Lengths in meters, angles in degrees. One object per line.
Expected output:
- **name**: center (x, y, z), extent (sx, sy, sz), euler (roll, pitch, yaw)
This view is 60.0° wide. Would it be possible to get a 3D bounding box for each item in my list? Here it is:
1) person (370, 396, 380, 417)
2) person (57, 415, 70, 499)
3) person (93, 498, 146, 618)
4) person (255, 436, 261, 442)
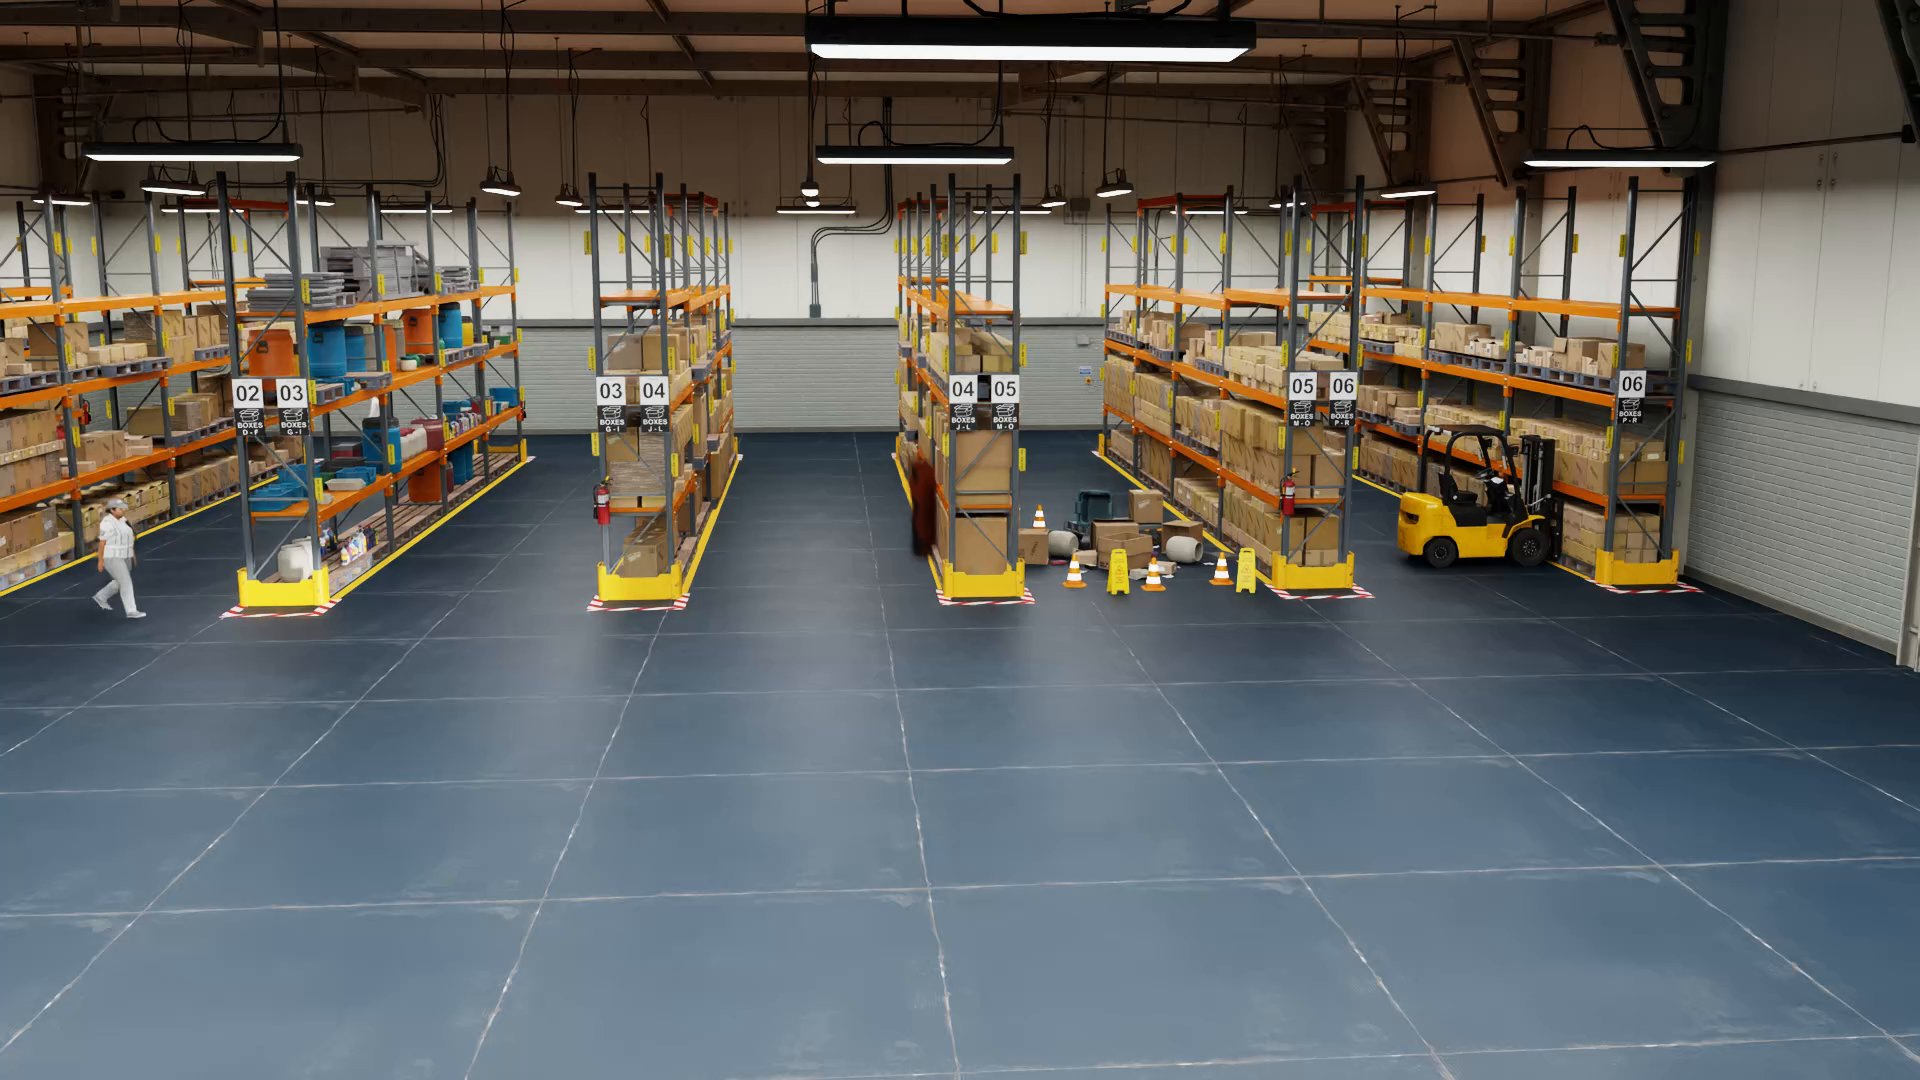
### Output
- **person**: center (-13.519, -2.626, 38.460), extent (0.591, 1.783, 0.575), euler (-9, 13, -41)
- **person**: center (-17.961, -1.677, 33.324), extent (0.511, 1.666, 1.099), euler (-1, 10, -8)
- **person**: center (-11.504, 0.235, 22.628), extent (0.908, 1.625, 0.506), euler (2, 10, 12)
- **person**: center (-17.958, -3.272, 42.168), extent (0.933, 1.754, 0.539), euler (3, 10, 17)
